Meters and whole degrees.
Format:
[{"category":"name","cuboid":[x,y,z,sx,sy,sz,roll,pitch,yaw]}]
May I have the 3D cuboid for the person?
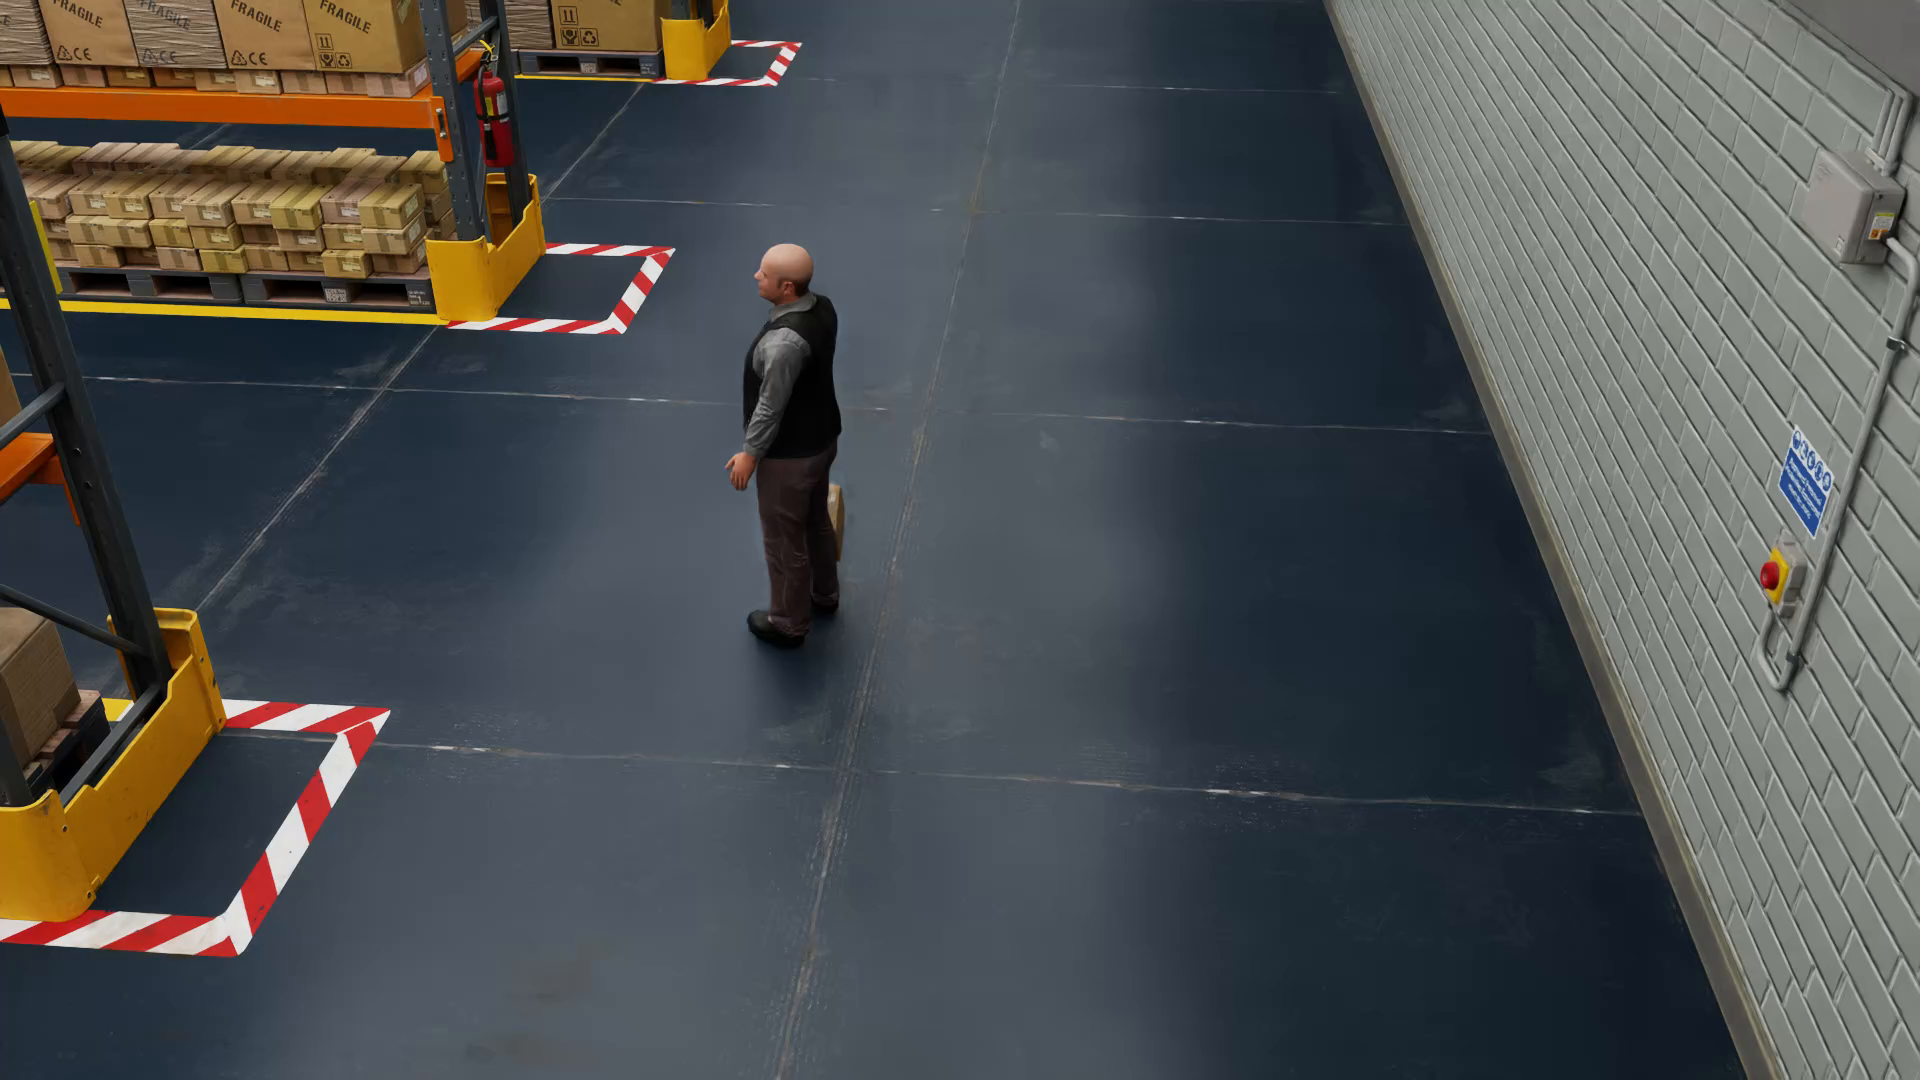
[{"category":"person","cuboid":[-0.691,-0.379,6.725,0.414,1.737,0.559,7,33,12]}]
